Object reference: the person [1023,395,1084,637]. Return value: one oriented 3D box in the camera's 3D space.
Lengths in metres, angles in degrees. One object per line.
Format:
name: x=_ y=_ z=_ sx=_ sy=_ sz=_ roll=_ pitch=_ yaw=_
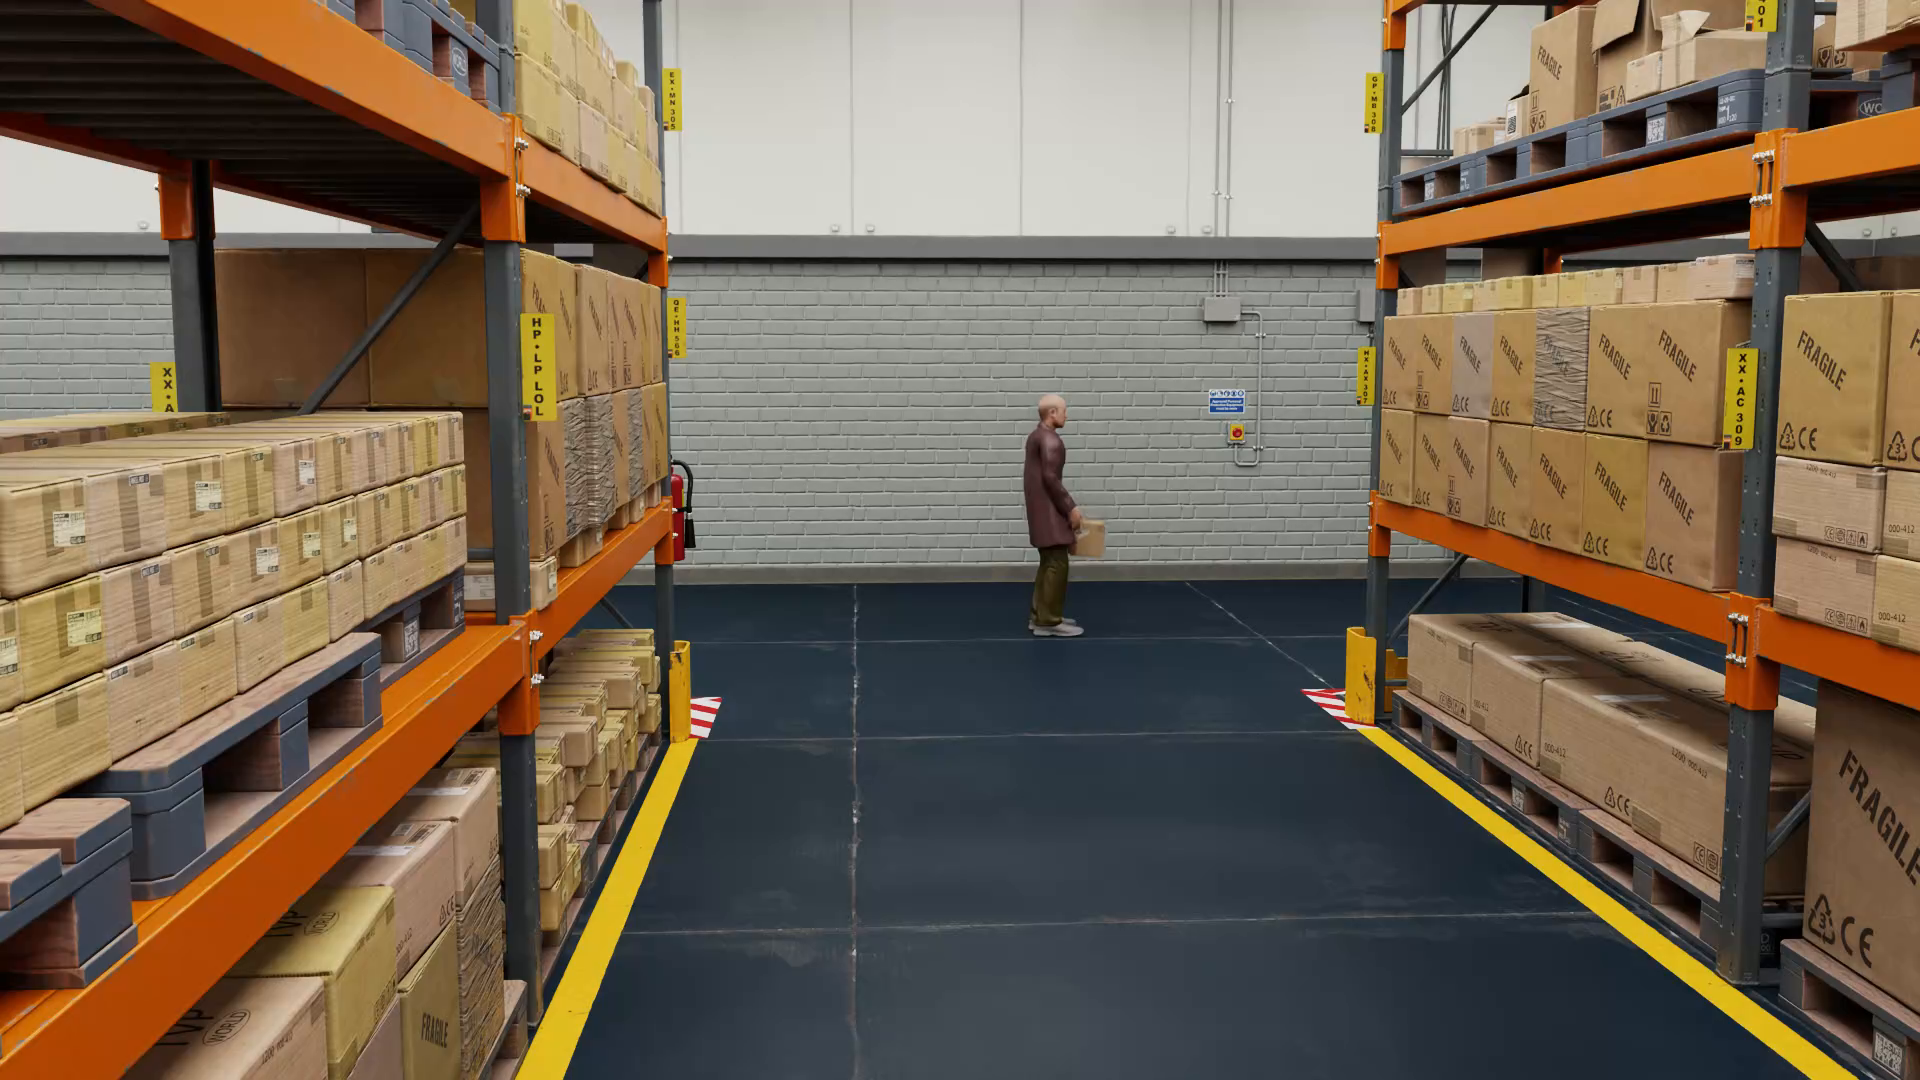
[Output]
person: x=0.688 y=-0.191 z=12.402 sx=0.424 sy=1.780 sz=0.583 roll=-1 pitch=7 yaw=-5
